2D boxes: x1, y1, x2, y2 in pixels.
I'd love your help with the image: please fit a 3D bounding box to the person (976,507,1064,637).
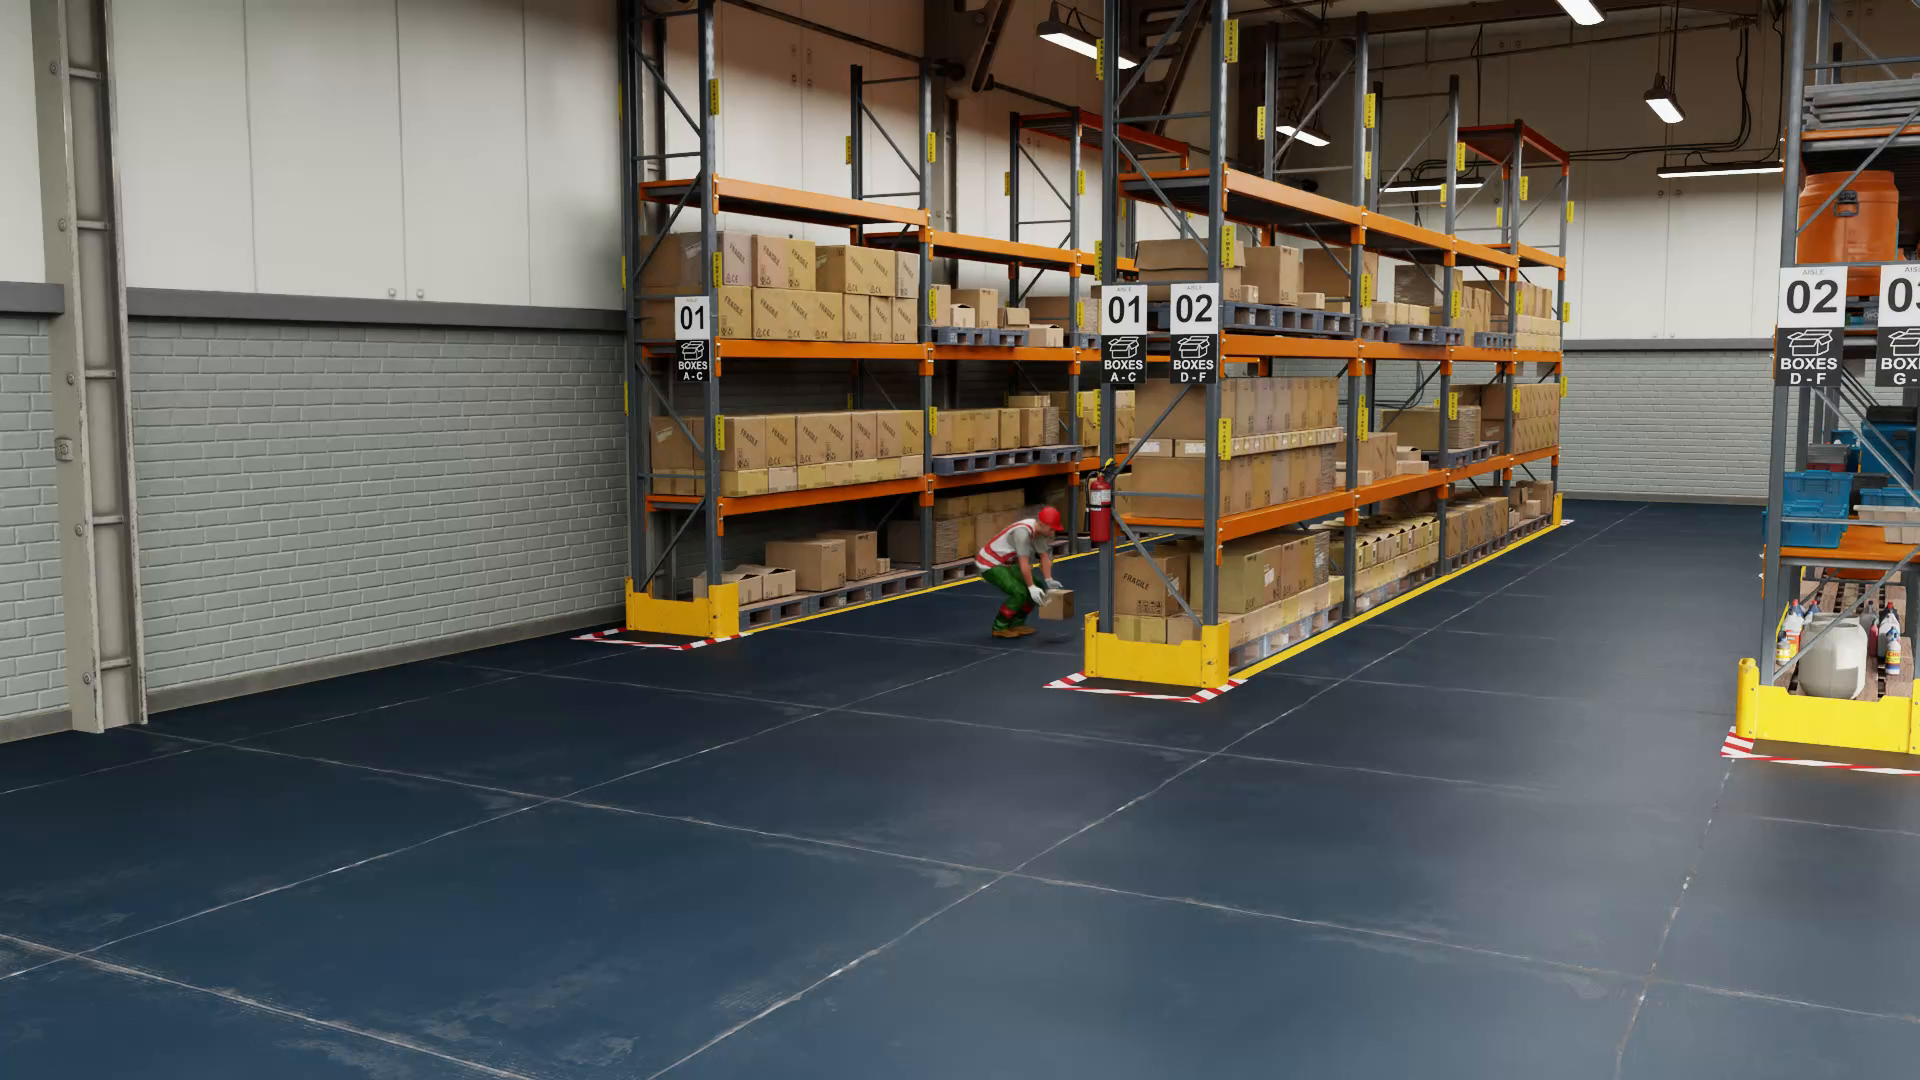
[{"bbox_3d":[0.583,0.293,15.804,0.833,1.239,0.585,3,7,28],"label":"person"}]
